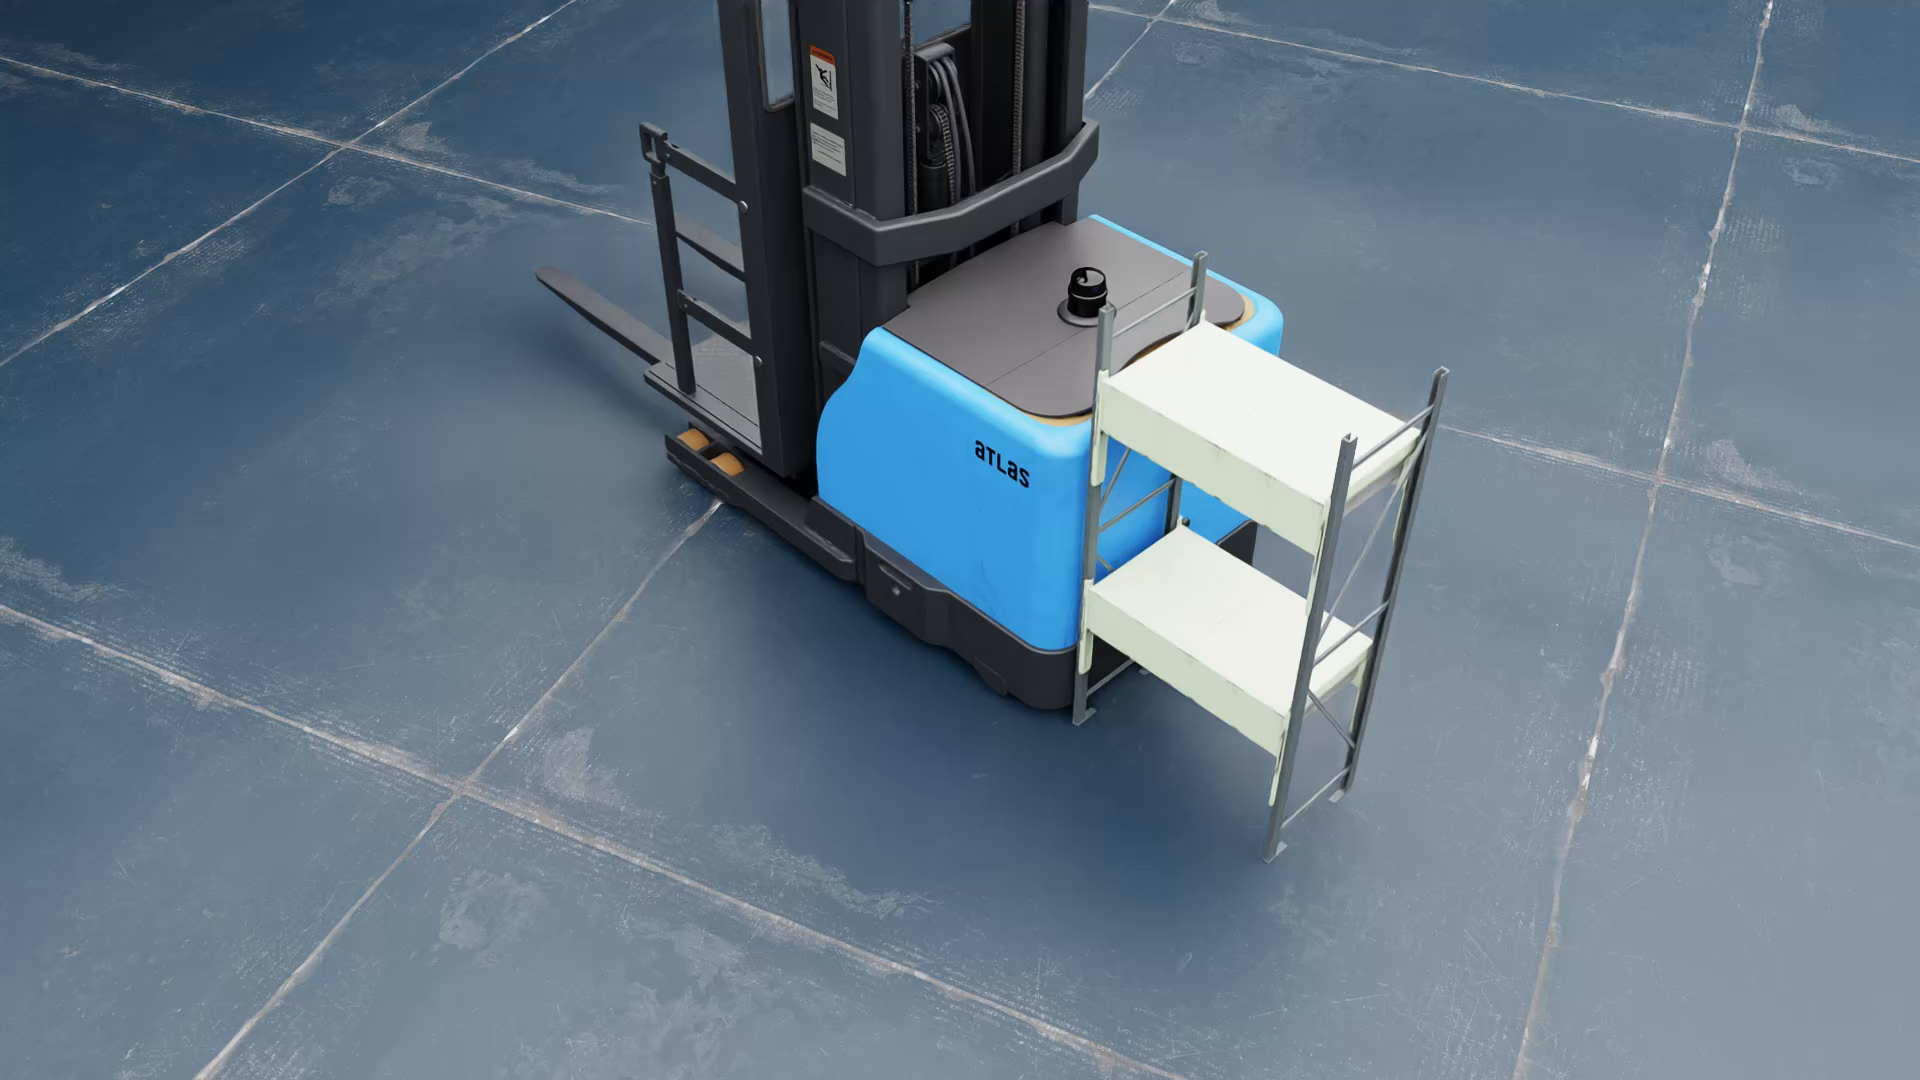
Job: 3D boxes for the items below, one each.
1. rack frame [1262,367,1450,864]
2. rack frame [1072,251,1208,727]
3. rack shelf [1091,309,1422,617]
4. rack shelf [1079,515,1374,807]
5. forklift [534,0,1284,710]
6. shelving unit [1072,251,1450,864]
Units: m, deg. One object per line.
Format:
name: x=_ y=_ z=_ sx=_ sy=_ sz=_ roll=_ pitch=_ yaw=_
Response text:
rack frame: x=1.005 y=0.253 z=4.313 sx=0.400 sy=1.500 sz=0.023 roll=-32 pitch=50 yaw=-32
rack frame: x=0.495 y=-0.091 z=4.710 sx=0.400 sy=1.500 sz=0.023 roll=-32 pitch=50 yaw=-32
rack shelf: x=0.750 y=-0.214 z=4.256 sx=0.431 sy=0.370 sz=0.720 roll=-32 pitch=50 yaw=-32
rack shelf: x=0.750 y=0.327 z=4.725 sx=0.431 sy=0.370 sz=0.720 roll=-32 pitch=50 yaw=-32
forklift: x=-0.411 y=-1.459 z=5.195 sx=1.130 sy=2.935 sz=3.031 roll=-32 pitch=50 yaw=-32
shelving unit: x=0.750 y=0.081 z=4.511 sx=0.431 sy=1.500 sz=0.755 roll=-32 pitch=50 yaw=-32
